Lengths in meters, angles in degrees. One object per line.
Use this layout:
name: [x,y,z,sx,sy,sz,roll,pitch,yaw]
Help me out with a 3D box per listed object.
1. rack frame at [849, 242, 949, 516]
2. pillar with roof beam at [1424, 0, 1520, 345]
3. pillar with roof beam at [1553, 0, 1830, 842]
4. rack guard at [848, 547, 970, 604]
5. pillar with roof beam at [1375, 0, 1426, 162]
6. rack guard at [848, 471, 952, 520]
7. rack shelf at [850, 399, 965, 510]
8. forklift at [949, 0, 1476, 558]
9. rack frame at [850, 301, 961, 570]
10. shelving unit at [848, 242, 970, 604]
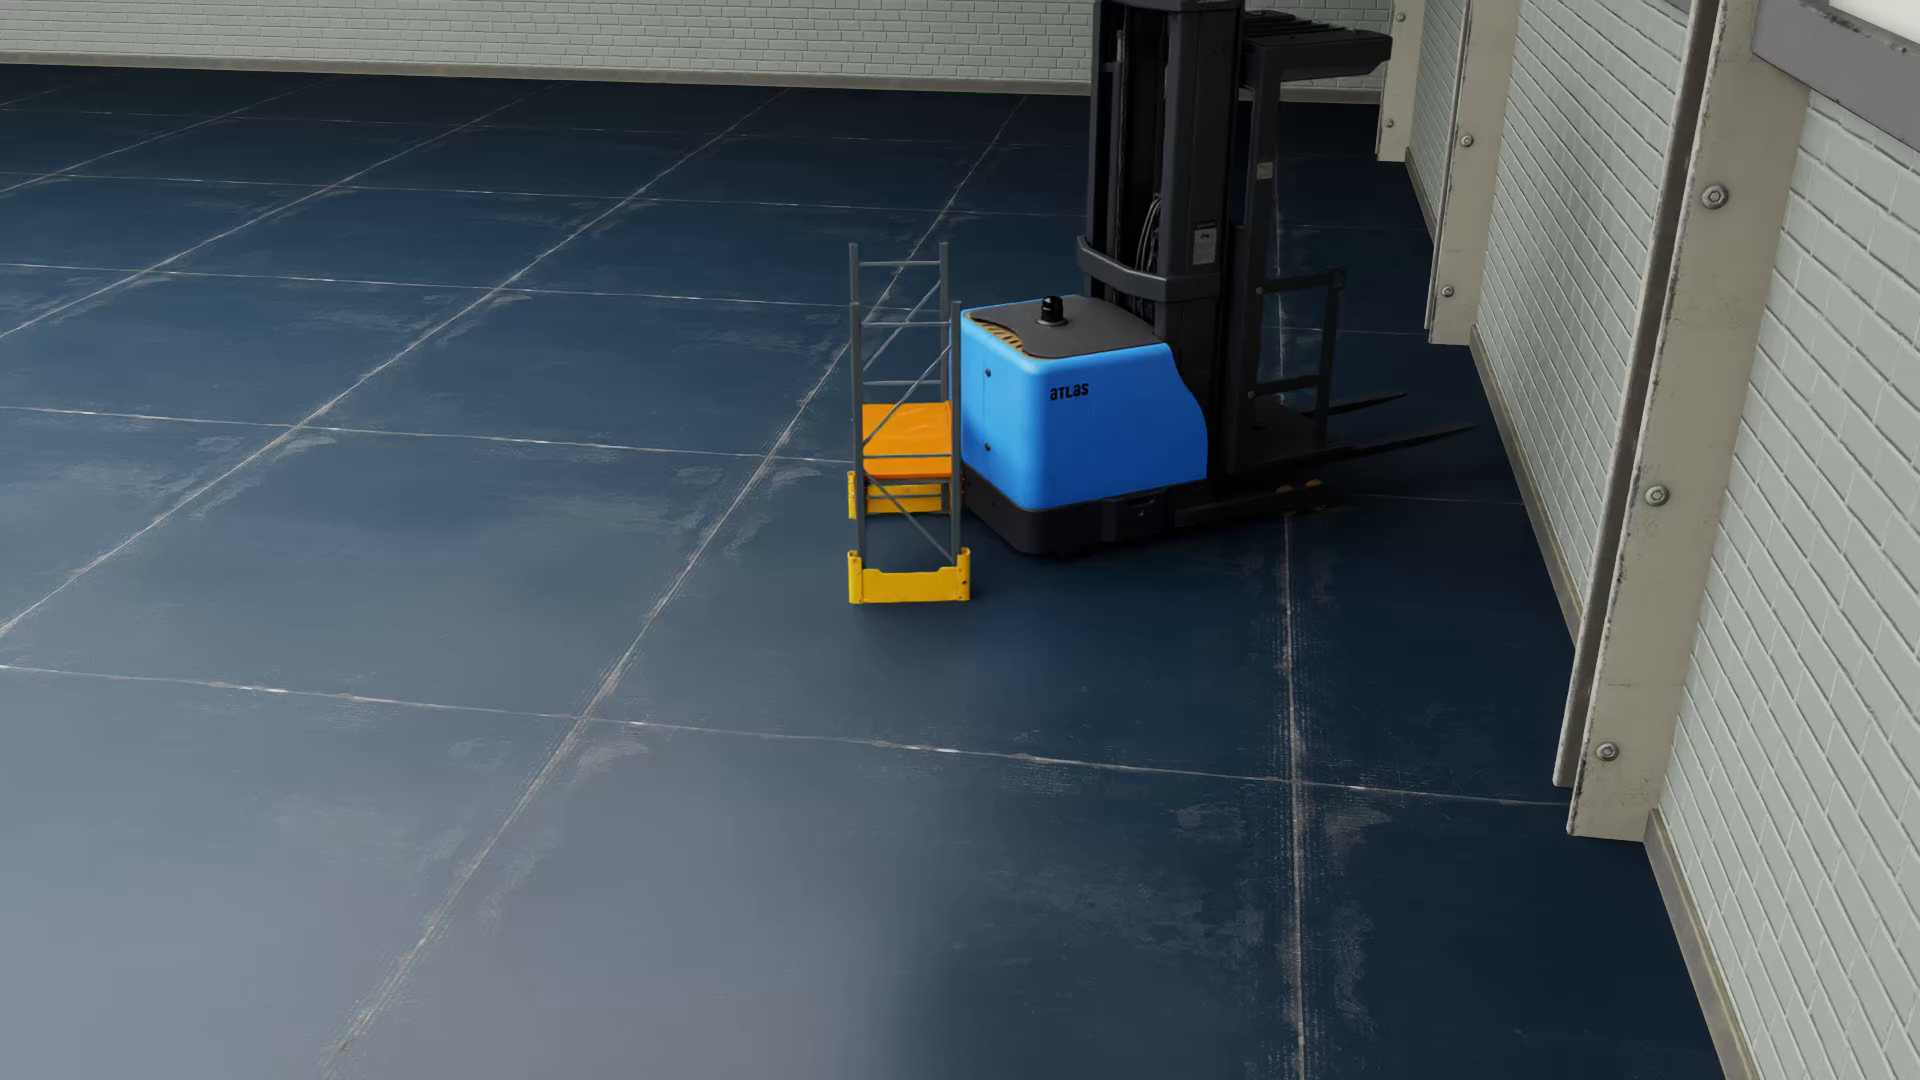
rack frame: [-0.309,-0.821,8.735,0.500,1.500,0.032,-2,25,-3]
pillar with roof beam: [-0.759,-5.830,10.591,9.100,9.000,0.400,4,25,9]
pillar with roof beam: [-1.740,-3.321,5.230,9.100,9.000,0.400,4,25,9]
rack guard: [-0.246,0.175,8.082,0.587,0.250,0.087,-2,25,-3]
pillar with roof beam: [0.221,-8.340,15.952,9.100,9.000,0.400,4,25,9]
rack guard: [-0.308,-0.247,8.982,0.587,0.250,0.087,-2,25,-3]
rack shelf: [-0.278,-0.443,8.351,0.538,0.185,1.000,-2,25,-3]
forklift: [1.485,-1.646,8.810,3.031,2.935,1.130,-11,27,-22]
rack frame: [-0.246,-0.391,7.816,0.500,1.500,0.032,-2,25,-3]
shelving unit: [-0.277,-0.602,8.267,0.587,1.500,1.083,-2,25,-3]
